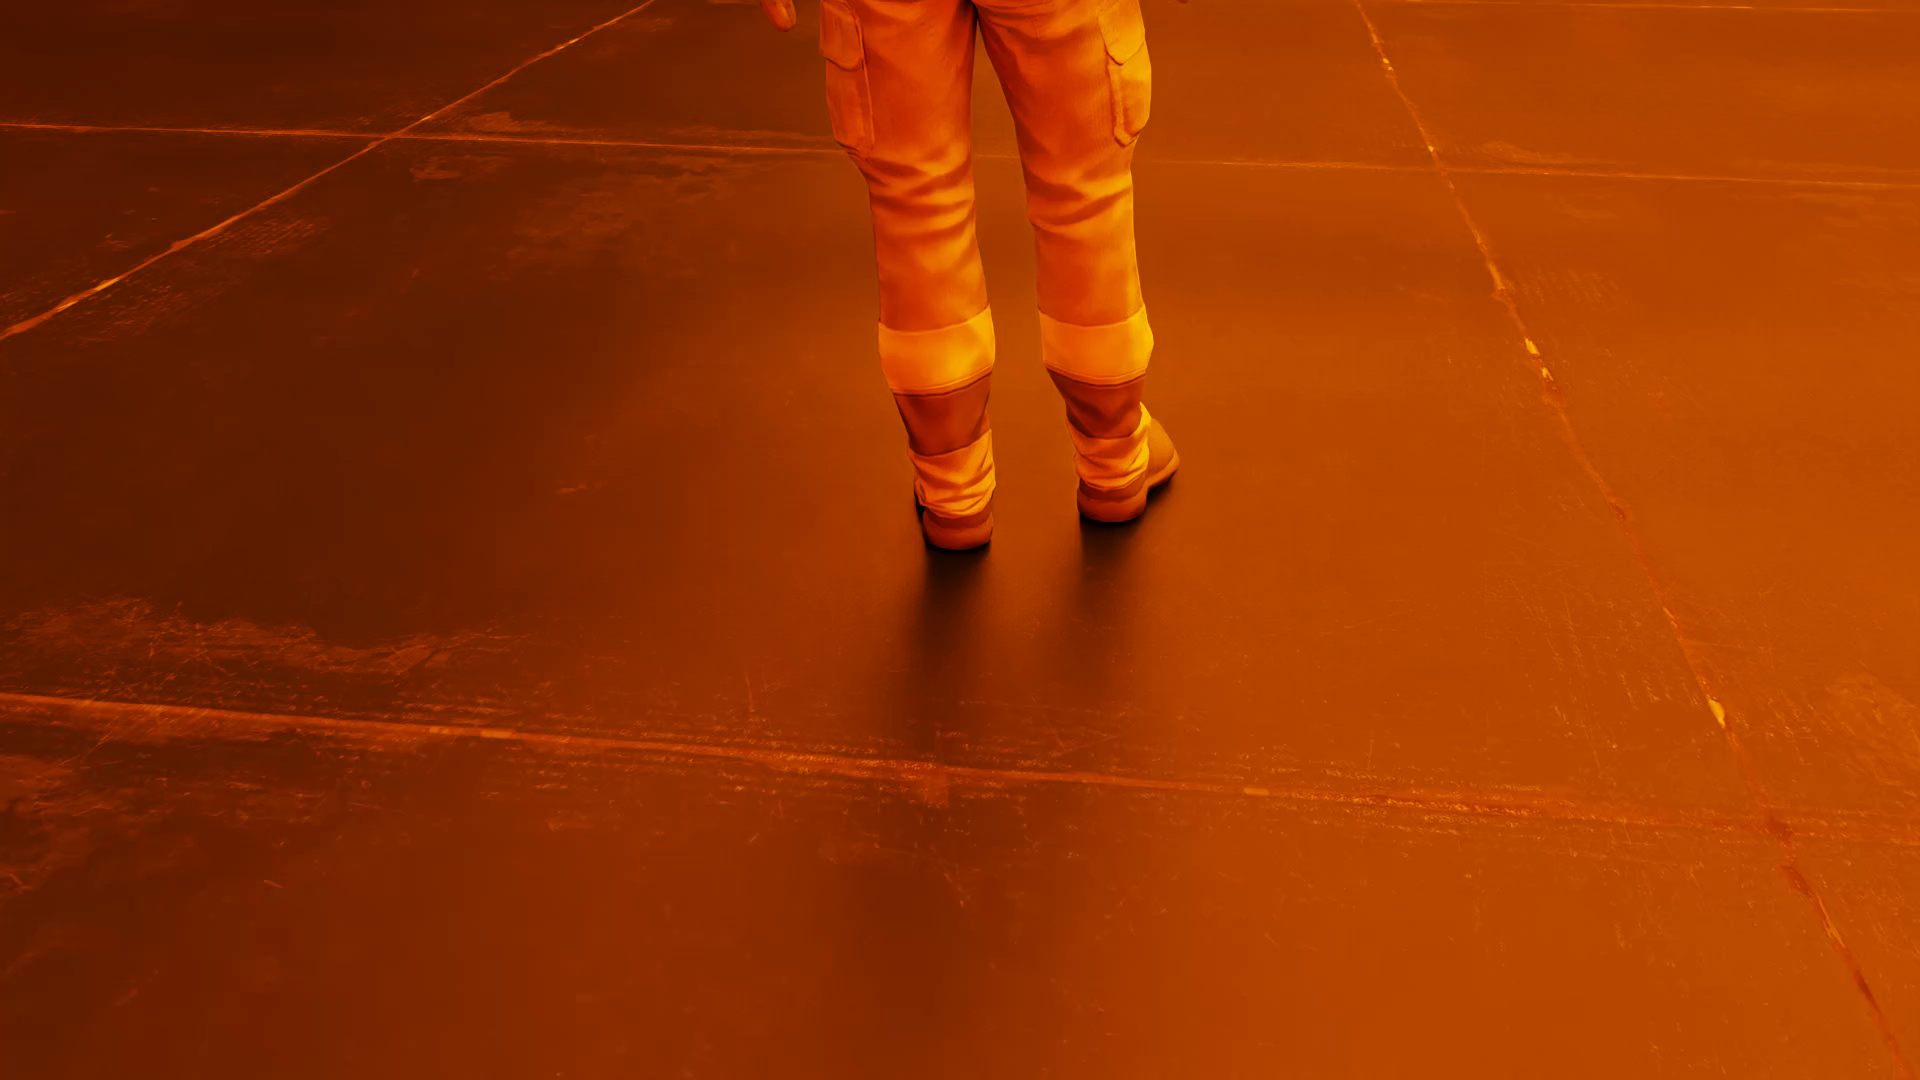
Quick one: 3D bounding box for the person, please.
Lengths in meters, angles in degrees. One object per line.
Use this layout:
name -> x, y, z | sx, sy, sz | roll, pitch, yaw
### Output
person -> 0.022, -0.842, 2.167 | 0.638, 1.787, 0.564 | 3, 27, 7
